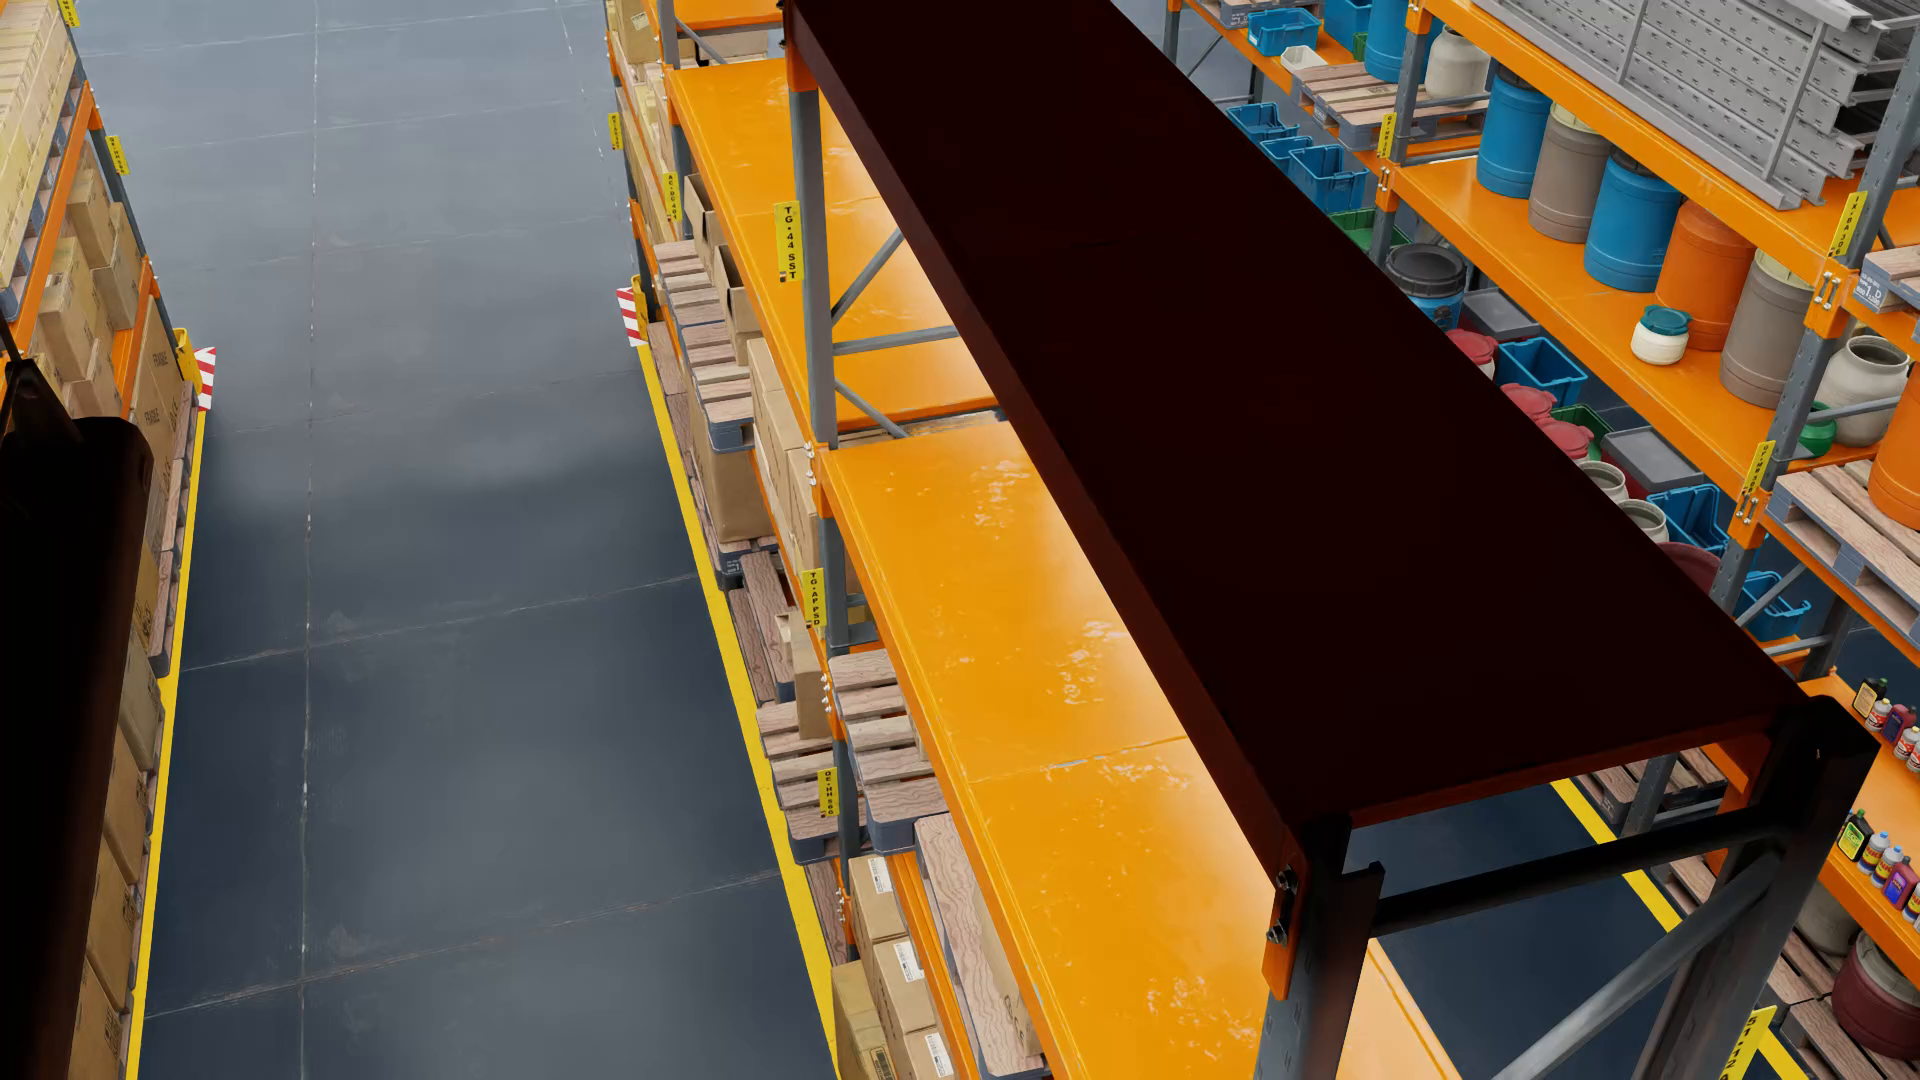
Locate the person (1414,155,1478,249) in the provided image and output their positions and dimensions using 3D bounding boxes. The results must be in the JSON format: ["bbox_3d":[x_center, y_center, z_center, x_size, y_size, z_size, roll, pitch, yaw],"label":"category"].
[{"bbox_3d":[4.475,-2.982,15.208,0.635,1.745,0.598,-19,42,-22],"label":"person"}]
